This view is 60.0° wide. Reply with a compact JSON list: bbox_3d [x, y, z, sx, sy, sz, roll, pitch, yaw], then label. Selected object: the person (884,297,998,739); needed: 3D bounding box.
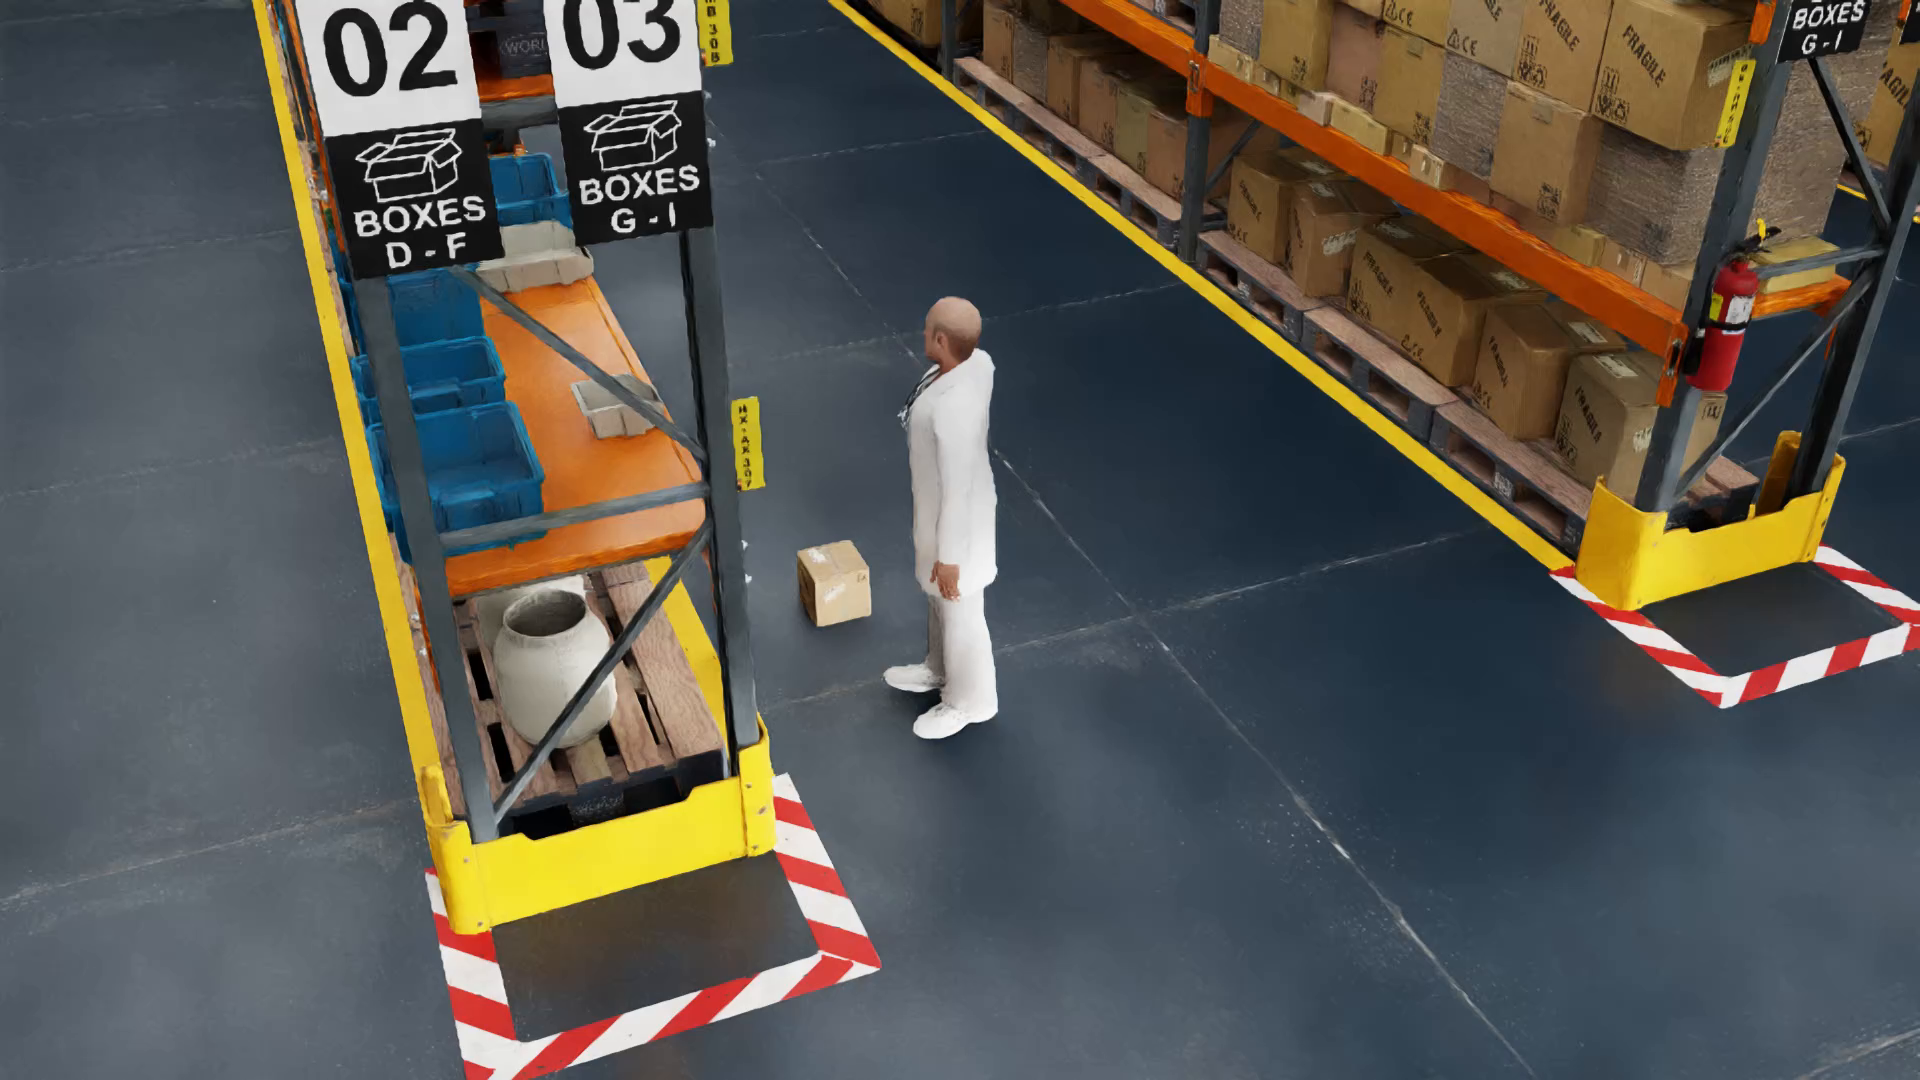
[{"bbox_3d":[-0.082,-0.077,6.225,0.478,1.783,0.672,3,33,4],"label":"person"}]
